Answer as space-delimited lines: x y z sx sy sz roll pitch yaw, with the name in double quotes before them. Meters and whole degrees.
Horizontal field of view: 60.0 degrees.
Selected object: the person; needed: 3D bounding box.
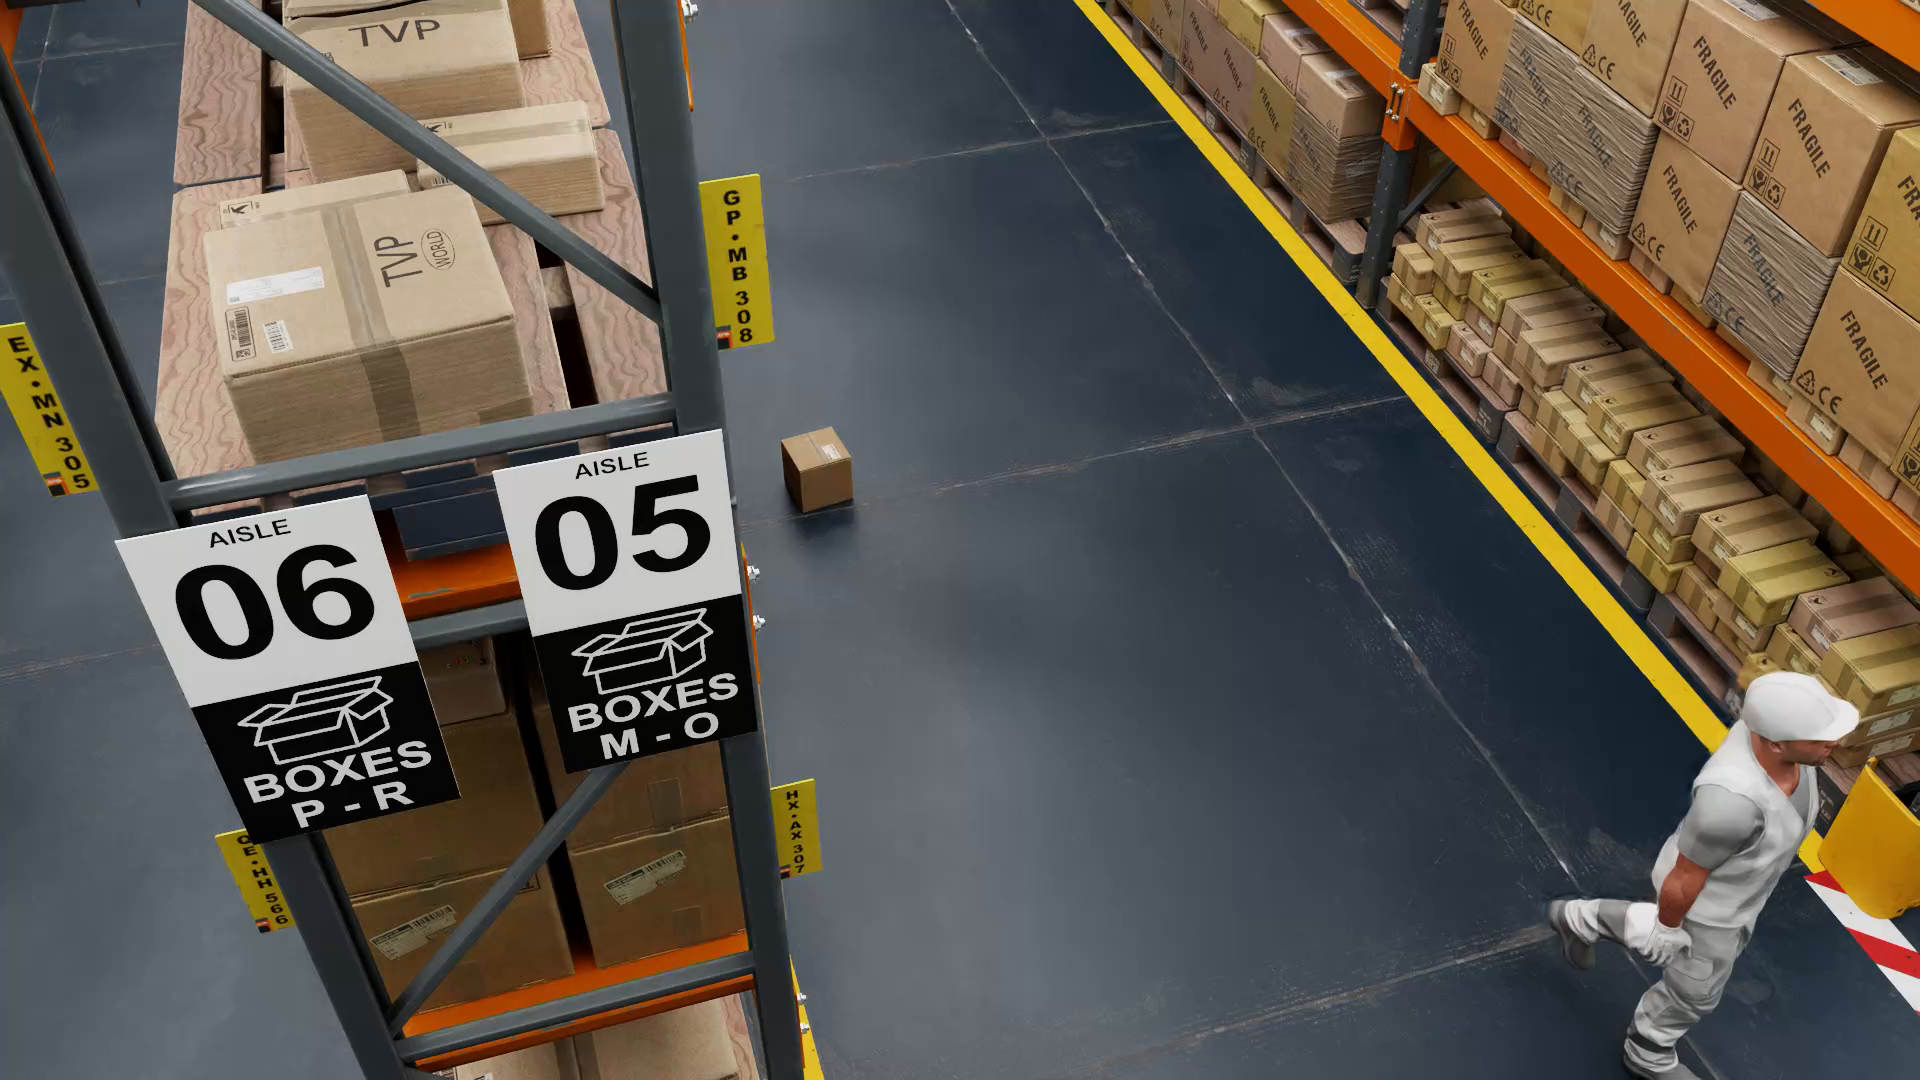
"person" 2.200 1.000 5.000 0.714 1.779 0.565 31 50 30
